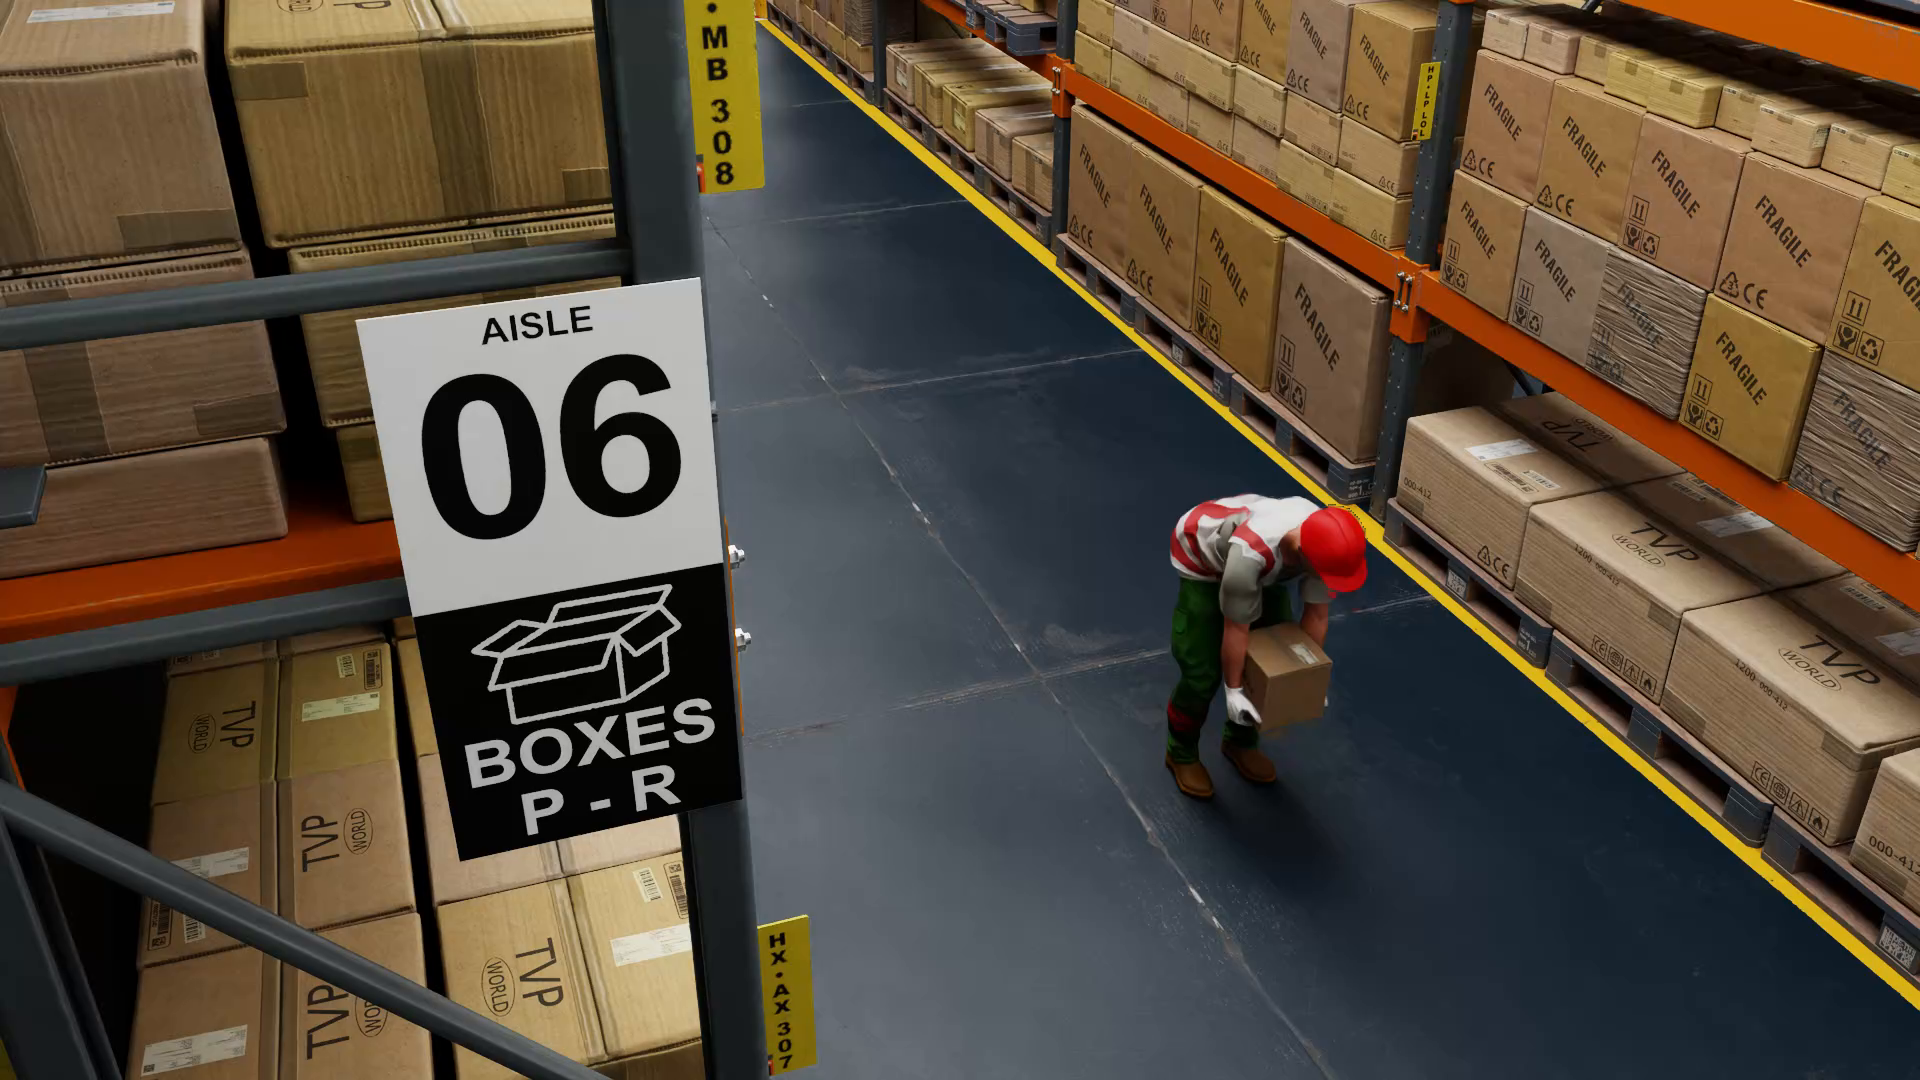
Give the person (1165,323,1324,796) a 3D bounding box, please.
[{"bbox_3d":[1.019,0.132,5.878,0.494,1.782,0.573,-10,31,-17],"label":"person"}]
